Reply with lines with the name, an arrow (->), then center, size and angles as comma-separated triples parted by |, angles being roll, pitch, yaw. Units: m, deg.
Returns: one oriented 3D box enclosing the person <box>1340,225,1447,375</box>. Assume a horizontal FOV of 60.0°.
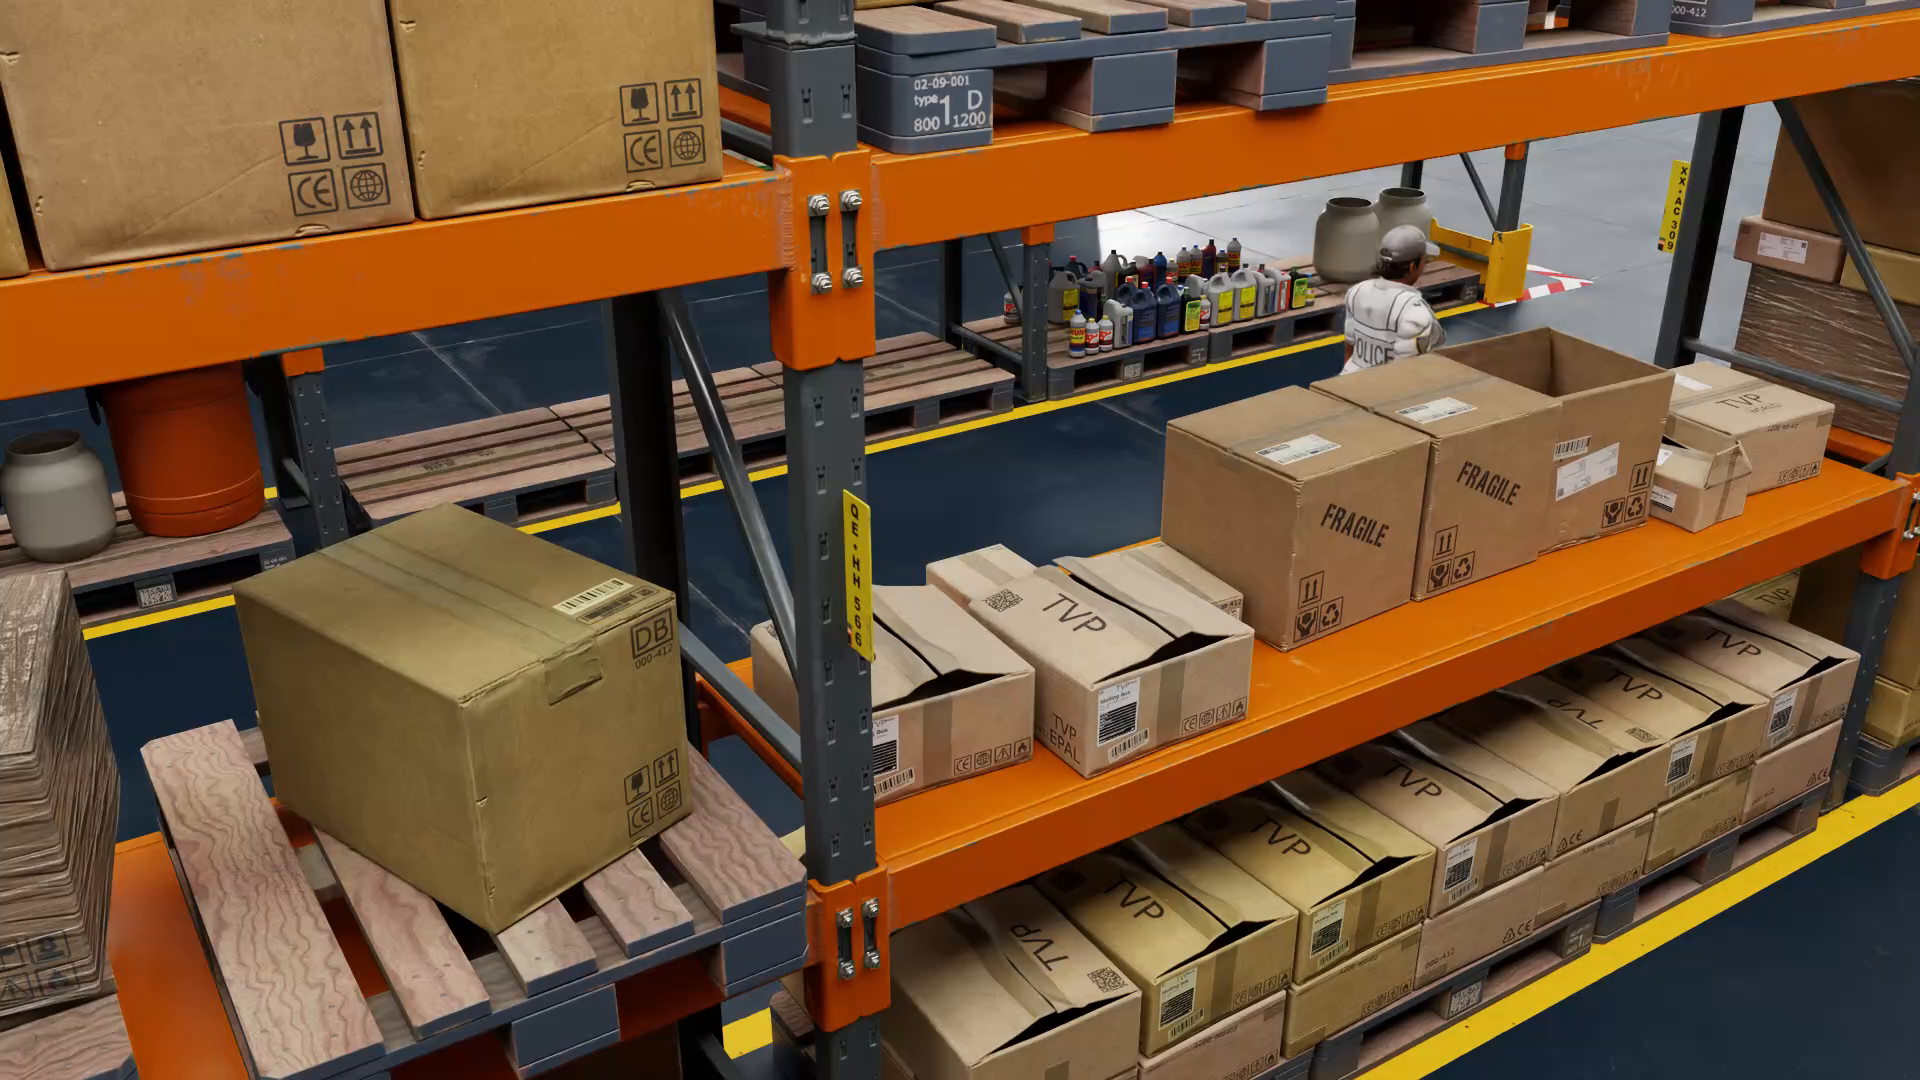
person -> 1.873, -0.536, 7.219 | 0.470, 1.694, 0.513 | -15, 29, -29
